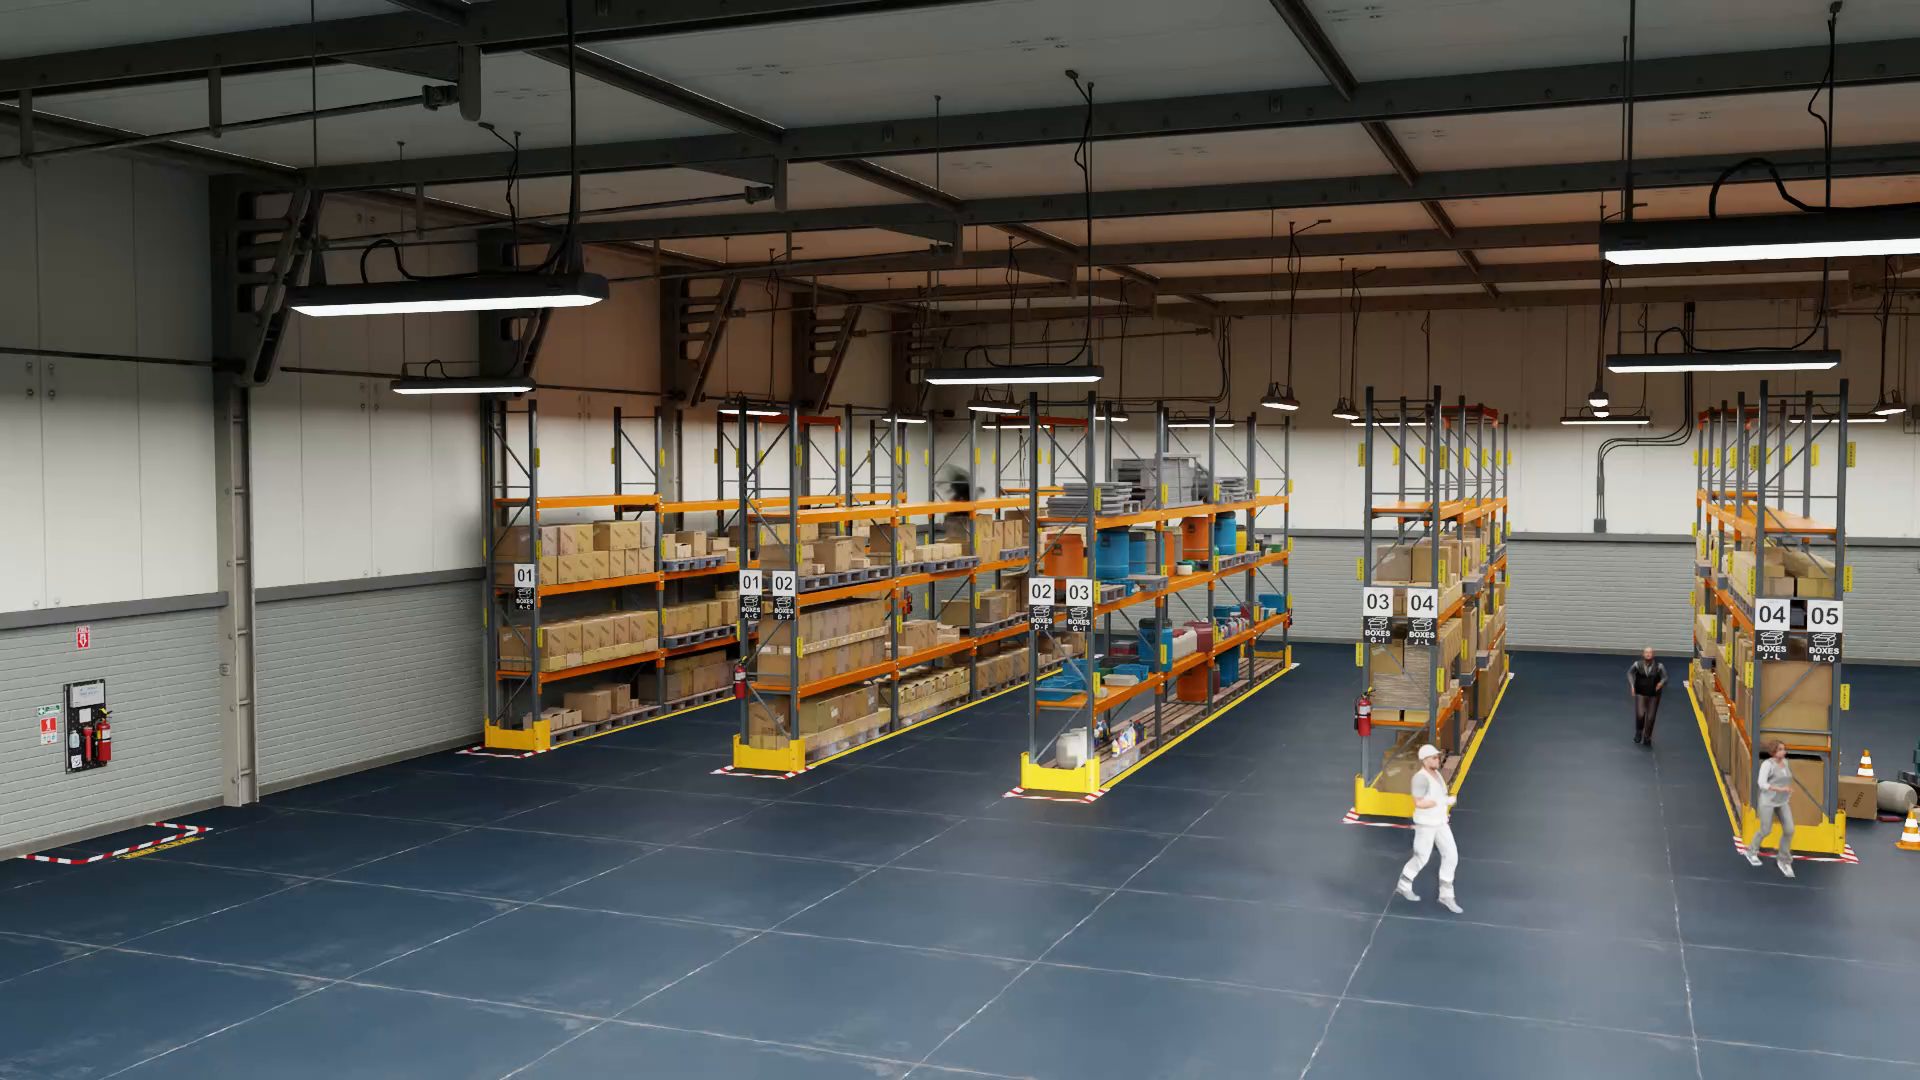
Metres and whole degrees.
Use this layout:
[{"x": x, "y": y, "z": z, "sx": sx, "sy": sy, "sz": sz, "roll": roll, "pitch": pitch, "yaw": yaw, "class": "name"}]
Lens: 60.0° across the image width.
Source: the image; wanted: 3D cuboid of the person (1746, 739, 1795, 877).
[{"x": 9.817, "y": 3.223, "z": 20.046, "sx": 0.561, "sy": 1.661, "sz": 0.710, "roll": -1, "pitch": 3, "yaw": -17, "class": "person"}]

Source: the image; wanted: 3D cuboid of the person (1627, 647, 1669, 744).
[{"x": 11.982, "y": 2.722, "z": 28.967, "sx": 0.659, "sy": 1.701, "sz": 0.656, "roll": 1, "pitch": 3, "yaw": 19, "class": "person"}]

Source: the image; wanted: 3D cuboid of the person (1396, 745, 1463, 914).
[{"x": 5.203, "y": 3.182, "z": 18.429, "sx": 0.632, "sy": 1.832, "sz": 0.765, "roll": -2, "pitch": 4, "yaw": -40, "class": "person"}]
